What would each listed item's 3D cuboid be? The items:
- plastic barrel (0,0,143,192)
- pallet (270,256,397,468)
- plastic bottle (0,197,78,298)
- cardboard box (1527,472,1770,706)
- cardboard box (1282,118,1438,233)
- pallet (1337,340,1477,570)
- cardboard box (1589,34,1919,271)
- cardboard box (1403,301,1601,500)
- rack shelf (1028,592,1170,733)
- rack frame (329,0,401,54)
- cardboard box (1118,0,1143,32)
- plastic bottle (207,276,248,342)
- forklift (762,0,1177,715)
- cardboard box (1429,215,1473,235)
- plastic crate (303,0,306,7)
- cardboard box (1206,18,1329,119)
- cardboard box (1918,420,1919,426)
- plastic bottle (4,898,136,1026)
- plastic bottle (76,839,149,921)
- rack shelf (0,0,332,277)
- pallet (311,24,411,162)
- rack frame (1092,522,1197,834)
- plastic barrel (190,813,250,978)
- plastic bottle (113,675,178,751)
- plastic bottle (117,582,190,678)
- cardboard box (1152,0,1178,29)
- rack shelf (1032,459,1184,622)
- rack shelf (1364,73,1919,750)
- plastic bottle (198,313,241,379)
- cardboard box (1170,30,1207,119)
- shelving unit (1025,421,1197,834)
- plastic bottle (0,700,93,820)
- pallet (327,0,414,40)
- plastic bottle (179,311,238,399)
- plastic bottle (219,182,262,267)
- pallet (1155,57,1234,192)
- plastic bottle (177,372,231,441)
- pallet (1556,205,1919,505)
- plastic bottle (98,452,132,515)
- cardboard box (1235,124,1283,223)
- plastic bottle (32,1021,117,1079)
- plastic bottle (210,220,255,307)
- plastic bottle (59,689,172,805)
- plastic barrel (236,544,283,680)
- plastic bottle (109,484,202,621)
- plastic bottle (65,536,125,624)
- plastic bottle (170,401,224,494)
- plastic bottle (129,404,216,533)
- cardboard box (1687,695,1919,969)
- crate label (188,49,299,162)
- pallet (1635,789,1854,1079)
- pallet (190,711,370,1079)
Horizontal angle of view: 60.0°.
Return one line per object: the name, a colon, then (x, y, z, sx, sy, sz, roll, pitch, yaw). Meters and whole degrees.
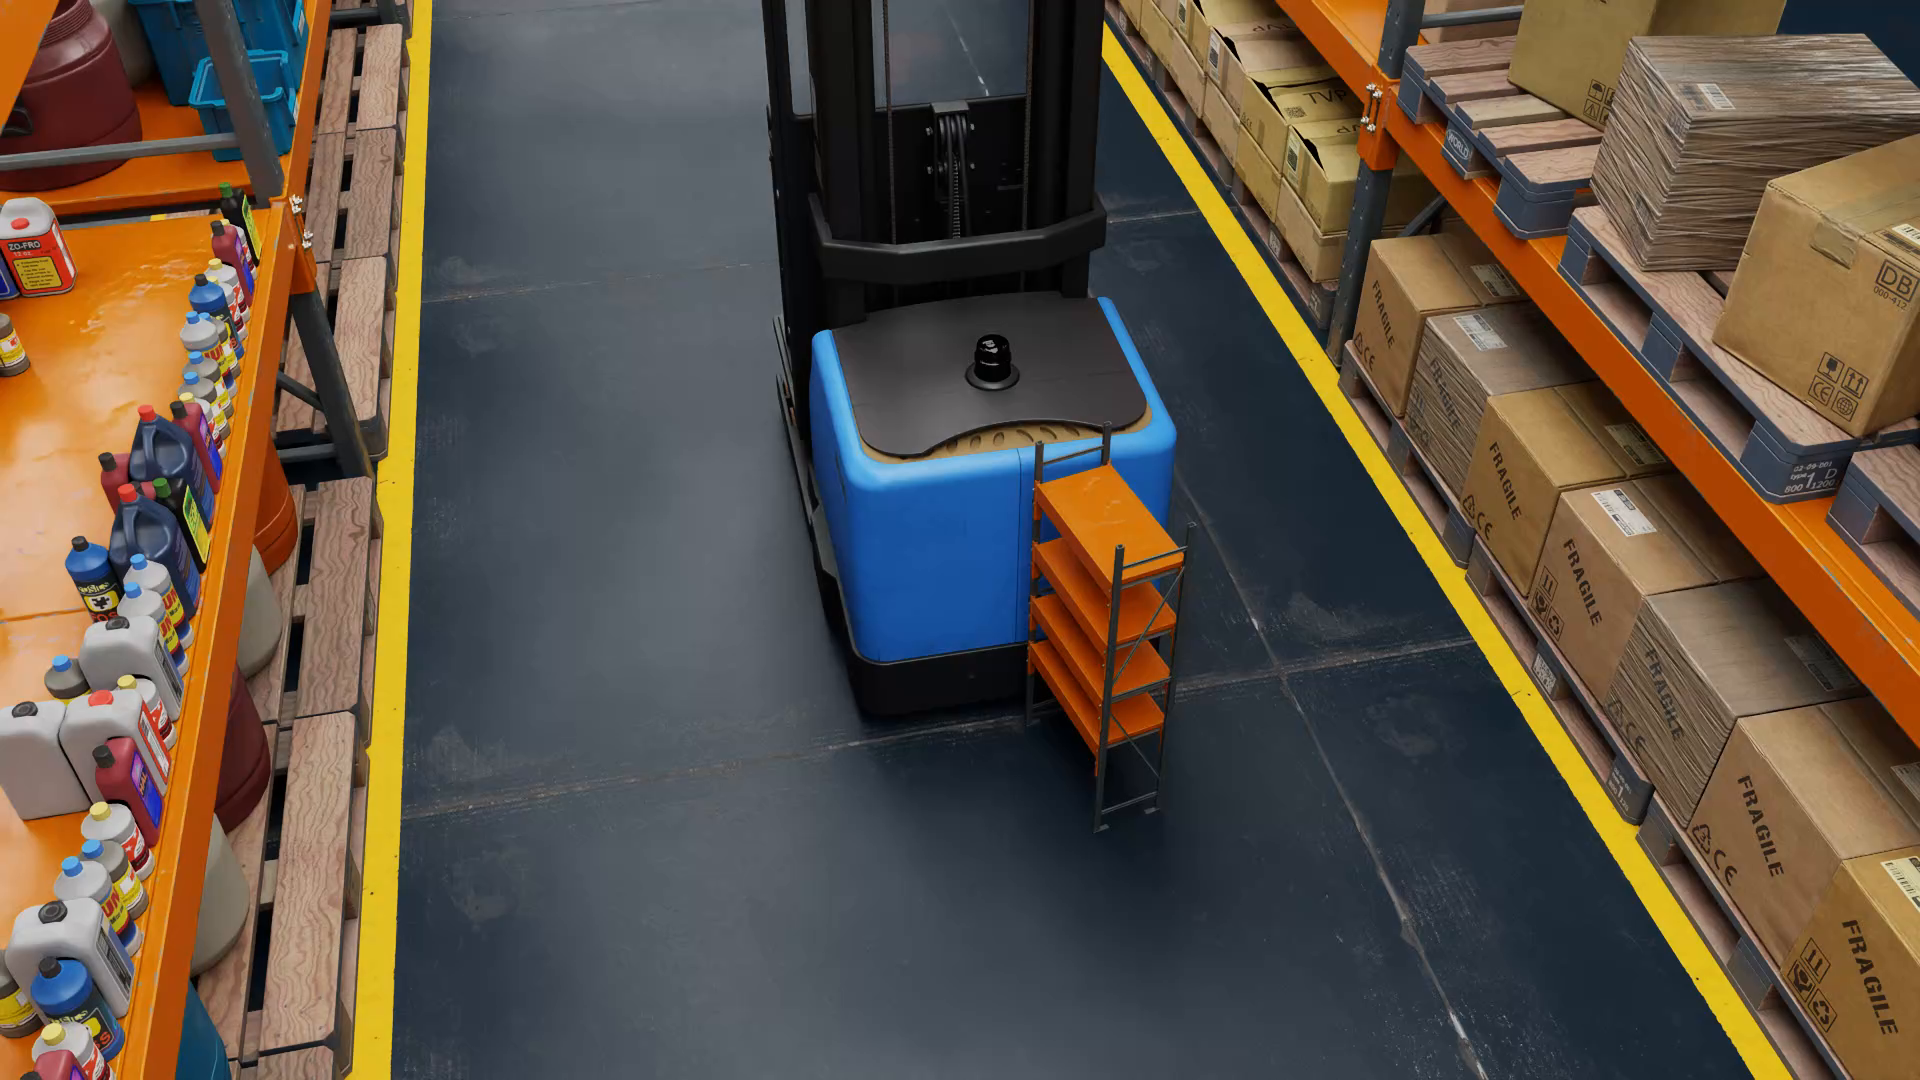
plastic barrel: (-3.160, -1.558, 5.644, 0.600, 0.536, 0.708, -8, 42, -9)
pallet: (-2.894, -0.715, 6.897, 1.003, 0.211, 1.213, -8, 42, -9)
plastic bottle: (-2.838, -0.899, 5.096, 0.152, 0.276, 0.135, -8, 42, -9)
cardboard box: (2.232, 0.151, 5.372, 0.500, 0.500, 0.500, -10, 43, -11)
cardboard box: (1.720, -1.600, 7.126, 0.500, 0.311, 0.500, -7, 42, -8)
pallet: (2.197, -0.425, 6.570, 1.003, 0.211, 1.213, -8, 42, -9)
cardboard box: (2.330, -1.140, 4.883, 0.700, 0.500, 0.500, -1, 42, -1)
cardboard box: (2.011, -0.513, 6.120, 0.500, 0.500, 0.500, -10, 43, -11)
rack shelf: (0.427, 0.338, 5.066, 0.258, 0.148, 0.480, -16, 44, -18)
rack frame: (-3.628, -3.843, 8.320, 1.000, 3.000, 0.127, -8, 42, -9)
cardboard box: (1.164, -3.051, 9.182, 0.500, 0.250, 0.500, -7, 42, -8)
plastic bottle: (-2.183, -0.685, 4.912, 0.097, 0.201, 0.097, 0, 42, 0)
forklift: (-0.131, -1.505, 5.738, 1.130, 2.935, 3.031, -8, 42, -9)
cardboard box: (2.247, -1.468, 7.399, 0.500, 0.250, 0.500, -8, 42, -9)
plastic crate: (-2.814, -2.365, 6.607, 0.402, 0.464, 0.583, -8, 42, -9)
cardboard box: (1.495, -2.264, 7.873, 0.500, 0.311, 0.500, -9, 42, -10)
cardboard box: (2.842, -0.335, 3.976, 0.700, 0.500, 0.500, -2, 42, -2)
plastic bottle: (-1.708, 0.797, 3.186, 0.152, 0.276, 0.135, -8, 42, -9)
plastic bottle: (-1.727, 0.683, 3.371, 0.097, 0.201, 0.097, 0, 42, 0)
rack shelf: (-3.196, -2.278, 7.098, 1.077, 0.370, 4.000, -8, 42, -9)
pallet: (-3.420, -2.297, 8.678, 1.003, 0.211, 1.213, -8, 42, -9)
rack frame: (0.526, 0.436, 4.855, 0.240, 1.200, 0.015, -16, 44, -18)
plastic barrel: (-2.189, 0.923, 4.508, 0.421, 0.512, 0.421, 0, 42, 0)
plastic bottle: (-1.827, 0.383, 3.709, 0.097, 0.201, 0.097, 0, 42, 0)
plastic bottle: (-1.877, 0.206, 3.855, 0.097, 0.271, 0.097, 0, 42, 0)
cardboard box: (1.271, -2.925, 8.618, 0.500, 0.311, 0.500, -10, 43, -11)
rack shelf: (0.427, -0.006, 4.761, 0.258, 0.148, 0.480, -16, 44, -18)
rack shelf: (2.505, -0.392, 4.974, 1.077, 0.370, 4.000, -8, 42, -9)
plastic bottle: (-2.141, -0.559, 4.769, 0.097, 0.201, 0.097, 0, 42, 0)
cardboard box: (1.387, -2.385, 8.433, 0.500, 0.250, 0.500, -8, 42, -8)
shelving unit: (0.427, 0.288, 5.022, 0.258, 1.200, 0.503, -16, 44, -18)
plastic bottle: (-1.977, 0.456, 3.570, 0.152, 0.276, 0.135, -8, 42, -9)
pallet: (-3.732, -3.242, 9.743, 1.003, 0.211, 1.213, -8, 42, -9)
plastic bottle: (-2.120, -0.522, 4.675, 0.097, 0.271, 0.097, 0, 42, 0)
plastic bottle: (-2.260, -1.005, 5.211, 0.061, 0.283, 0.133, -8, 42, -9)
pallet: (1.674, -2.243, 8.618, 1.003, 0.211, 1.213, -8, 42, -9)
plastic bottle: (-2.078, -0.369, 4.556, 0.097, 0.201, 0.097, 0, 42, 0)
pallet: (2.497, -0.626, 4.840, 1.003, 0.211, 1.213, -8, 42, -9)
plastic bottle: (-2.115, -0.124, 4.218, 0.061, 0.283, 0.133, -8, 42, -9)
cardboard box: (1.607, -1.726, 7.690, 0.500, 0.250, 0.500, -9, 42, -10)
plastic bottle: (-1.635, 0.959, 3.059, 0.097, 0.201, 0.097, 0, 42, 0)
plastic bottle: (-2.211, -0.856, 5.043, 0.061, 0.283, 0.133, -8, 42, -9)
plastic bottle: (-1.829, 0.434, 3.595, 0.152, 0.276, 0.135, -8, 42, -9)
plastic barrel: (-2.433, 0.191, 5.333, 0.421, 0.512, 0.421, 0, 42, 0)
plastic bottle: (-1.951, 0.026, 3.999, 0.144, 0.351, 0.185, -8, 42, -9)
plastic bottle: (-2.060, 0.101, 3.974, 0.097, 0.271, 0.097, 0, 42, 0)
plastic bottle: (-2.014, -0.265, 4.376, 0.061, 0.283, 0.133, -8, 42, -9)
plastic bottle: (-2.020, -0.181, 4.231, 0.144, 0.351, 0.185, -8, 42, -9)
cardboard box: (2.452, 0.805, 4.635, 0.500, 0.500, 0.500, -8, 42, -9)
crate label: (-2.489, -1.514, 5.823, 0.303, 0.233, 0.416, -8, 42, -9)
pallet: (2.724, 1.156, 4.788, 1.003, 0.211, 1.213, -8, 42, -9)
pallet: (-2.294, 1.087, 4.867, 1.003, 0.211, 1.213, -8, 42, -9)
